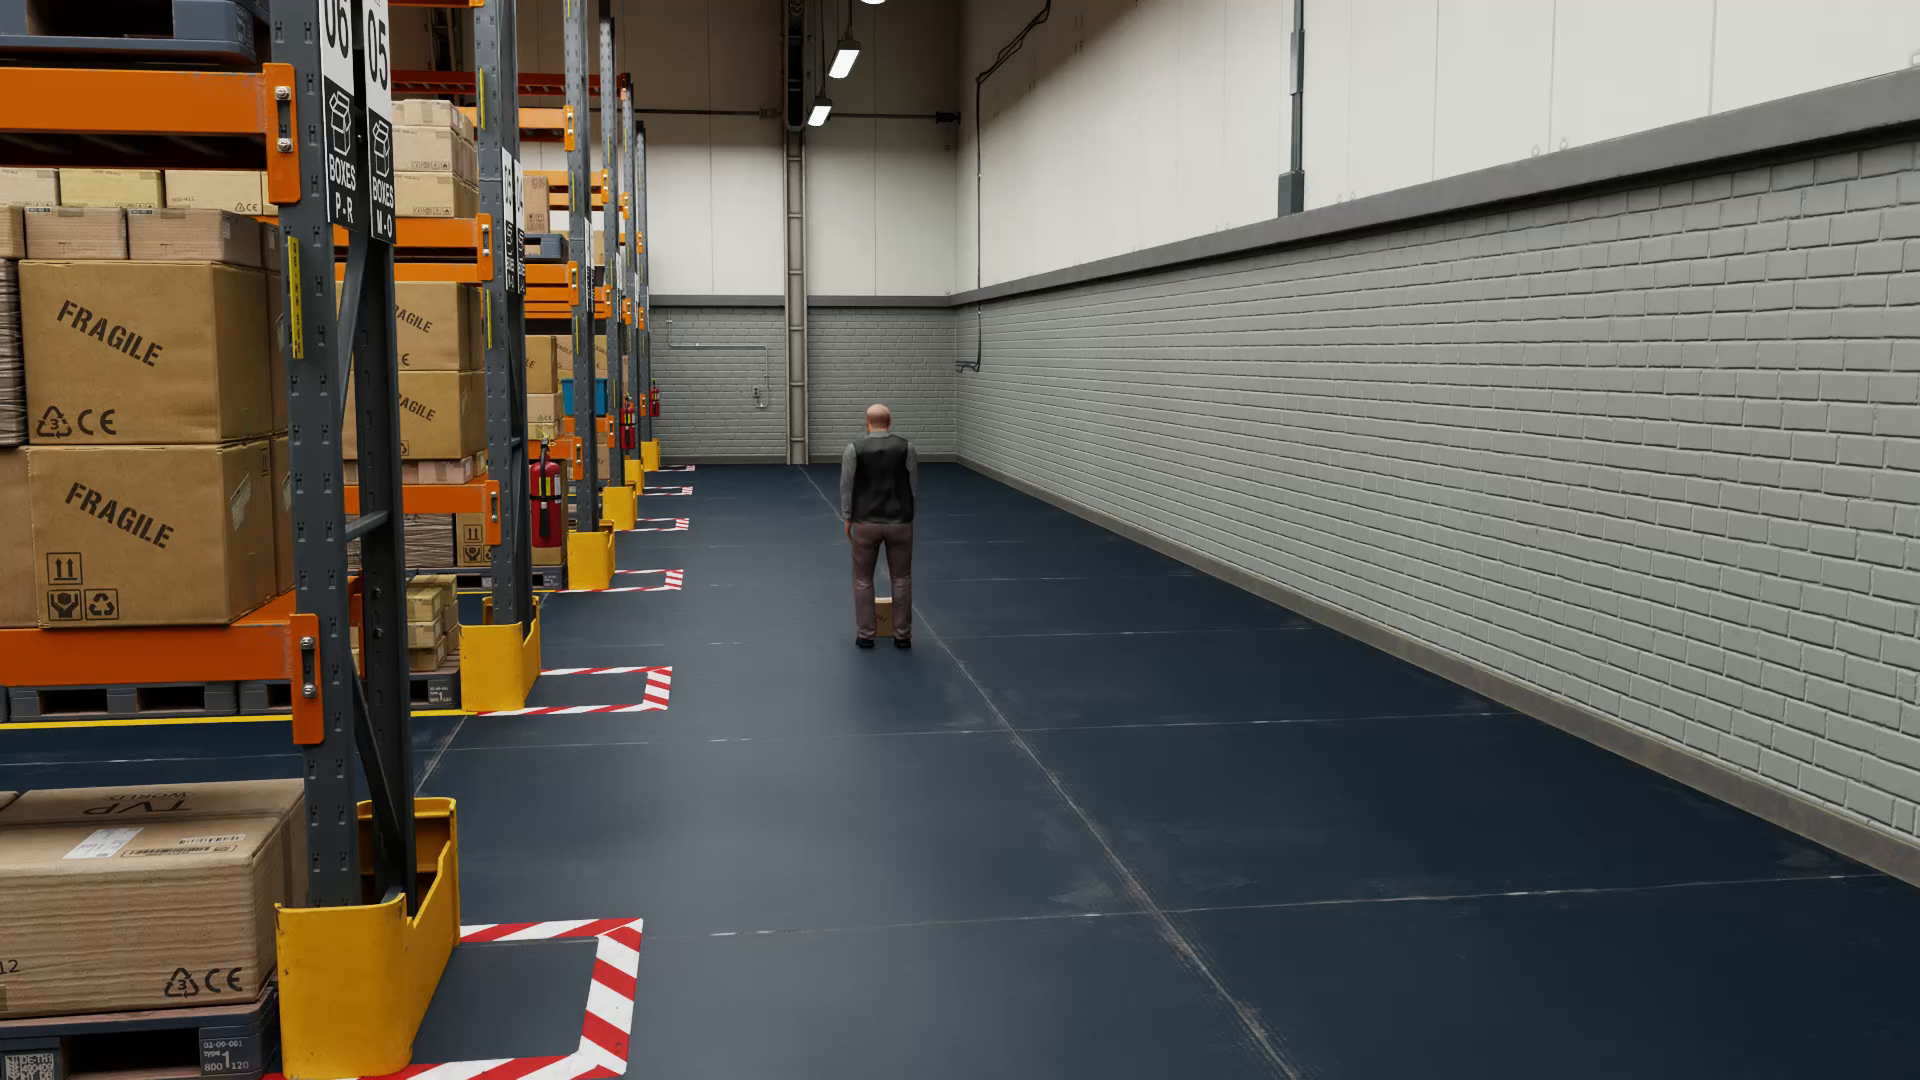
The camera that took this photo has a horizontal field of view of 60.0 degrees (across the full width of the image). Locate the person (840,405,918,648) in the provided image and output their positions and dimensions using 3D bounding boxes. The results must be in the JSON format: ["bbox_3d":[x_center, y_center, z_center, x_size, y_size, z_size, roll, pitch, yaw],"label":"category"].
[{"bbox_3d":[-0.565,-0.094,11.622,0.546,1.697,0.378,-1,6,-7],"label":"person"}]
